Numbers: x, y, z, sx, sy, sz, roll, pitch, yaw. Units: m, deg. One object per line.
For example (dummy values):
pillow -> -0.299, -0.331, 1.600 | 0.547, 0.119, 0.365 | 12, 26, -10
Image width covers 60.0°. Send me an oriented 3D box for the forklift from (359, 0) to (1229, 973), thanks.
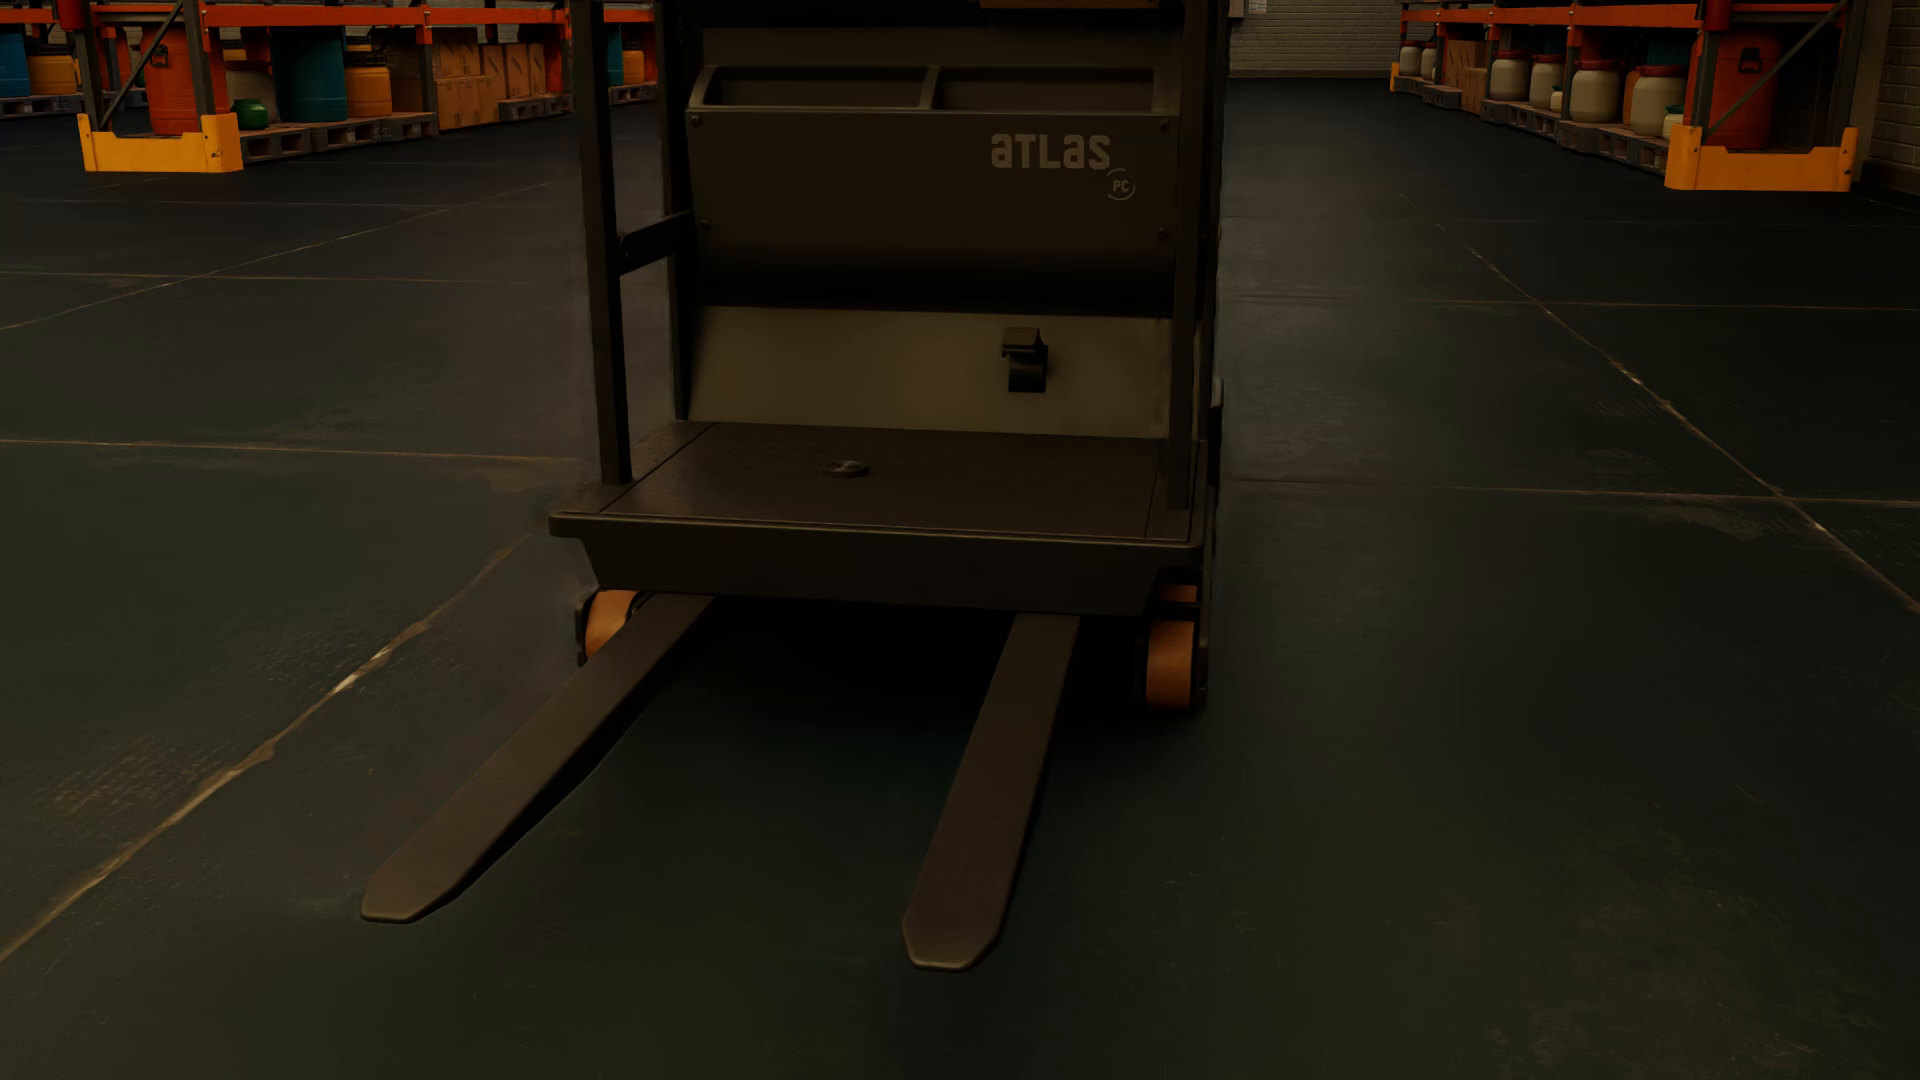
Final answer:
forklift -> -0.081, -1.213, 2.799 | 1.130, 2.935, 3.031 | 3, 18, 9
